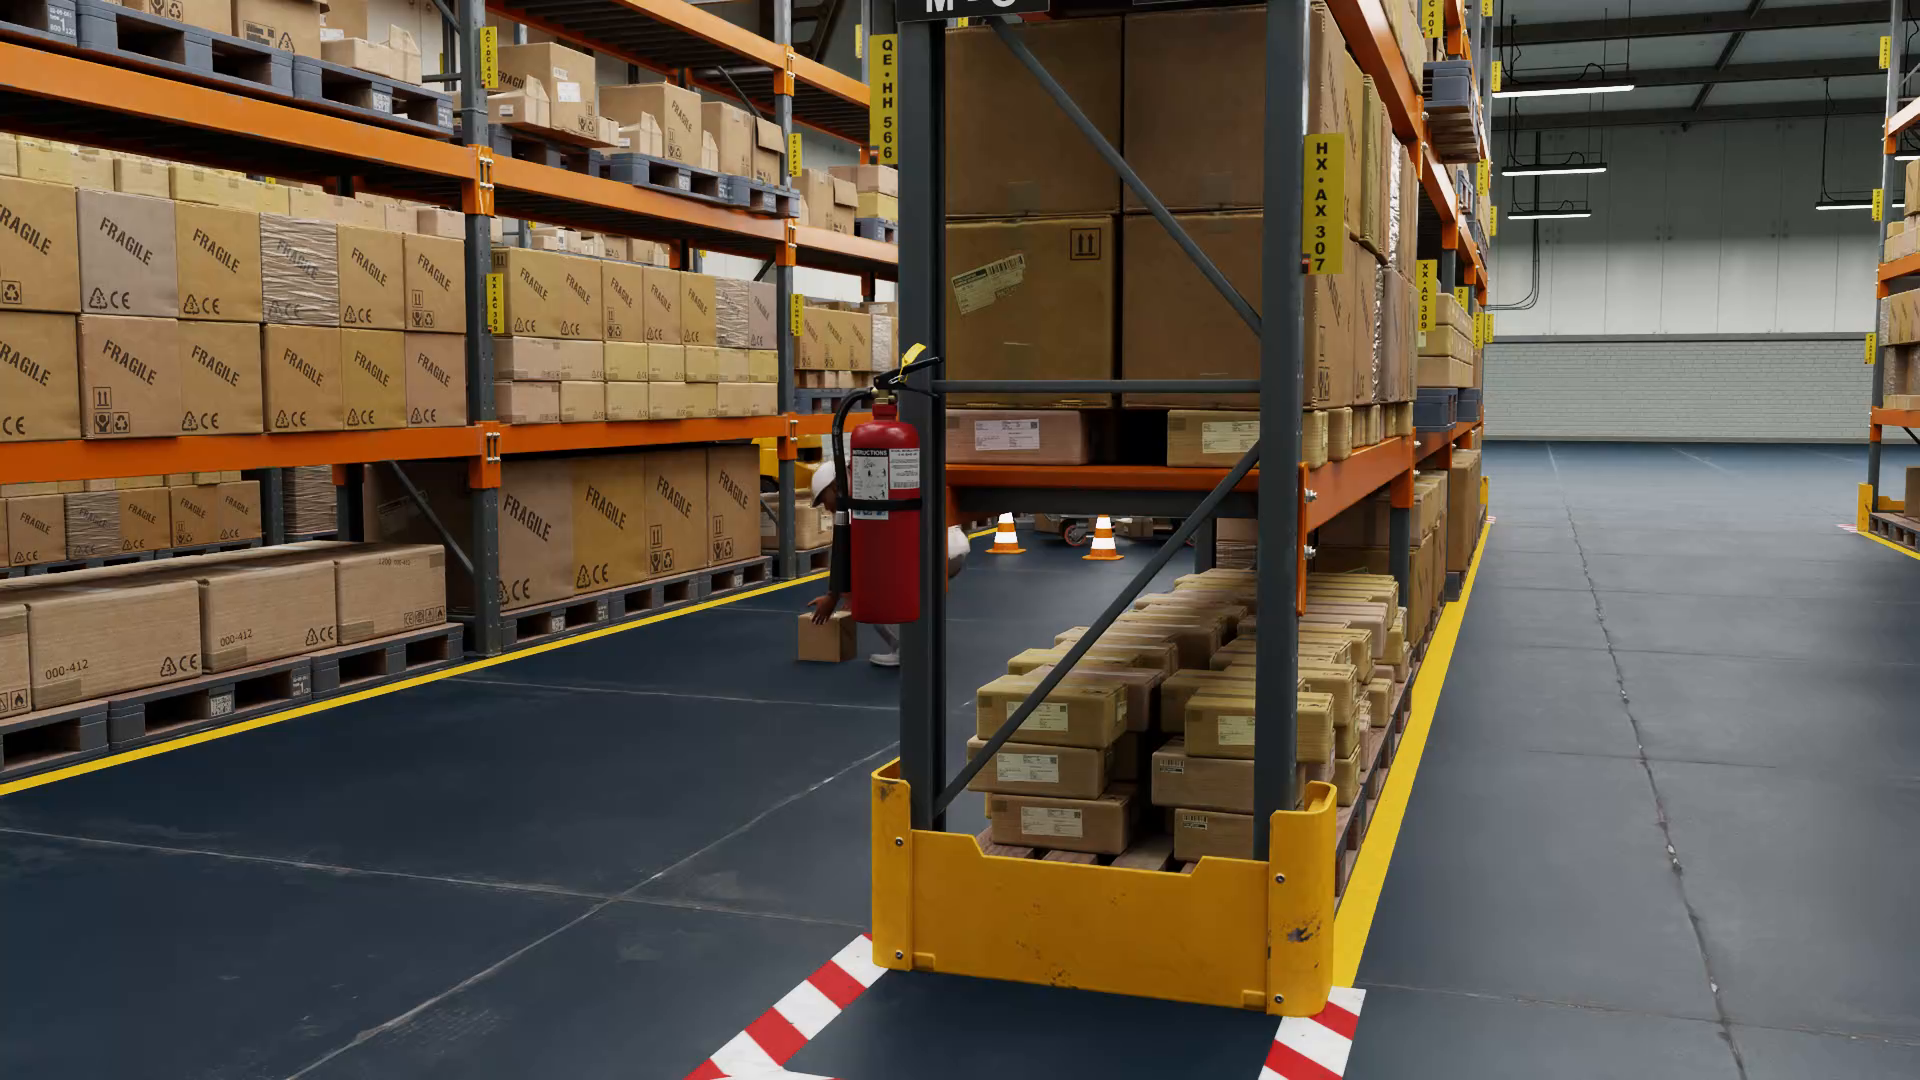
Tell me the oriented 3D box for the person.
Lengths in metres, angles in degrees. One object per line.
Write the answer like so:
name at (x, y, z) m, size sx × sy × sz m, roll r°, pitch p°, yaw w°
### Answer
person at (-0.399, 0.128, 9.114) m, size 0.869 × 1.111 × 0.606 m, roll 2°, pitch 5°, yaw 18°
